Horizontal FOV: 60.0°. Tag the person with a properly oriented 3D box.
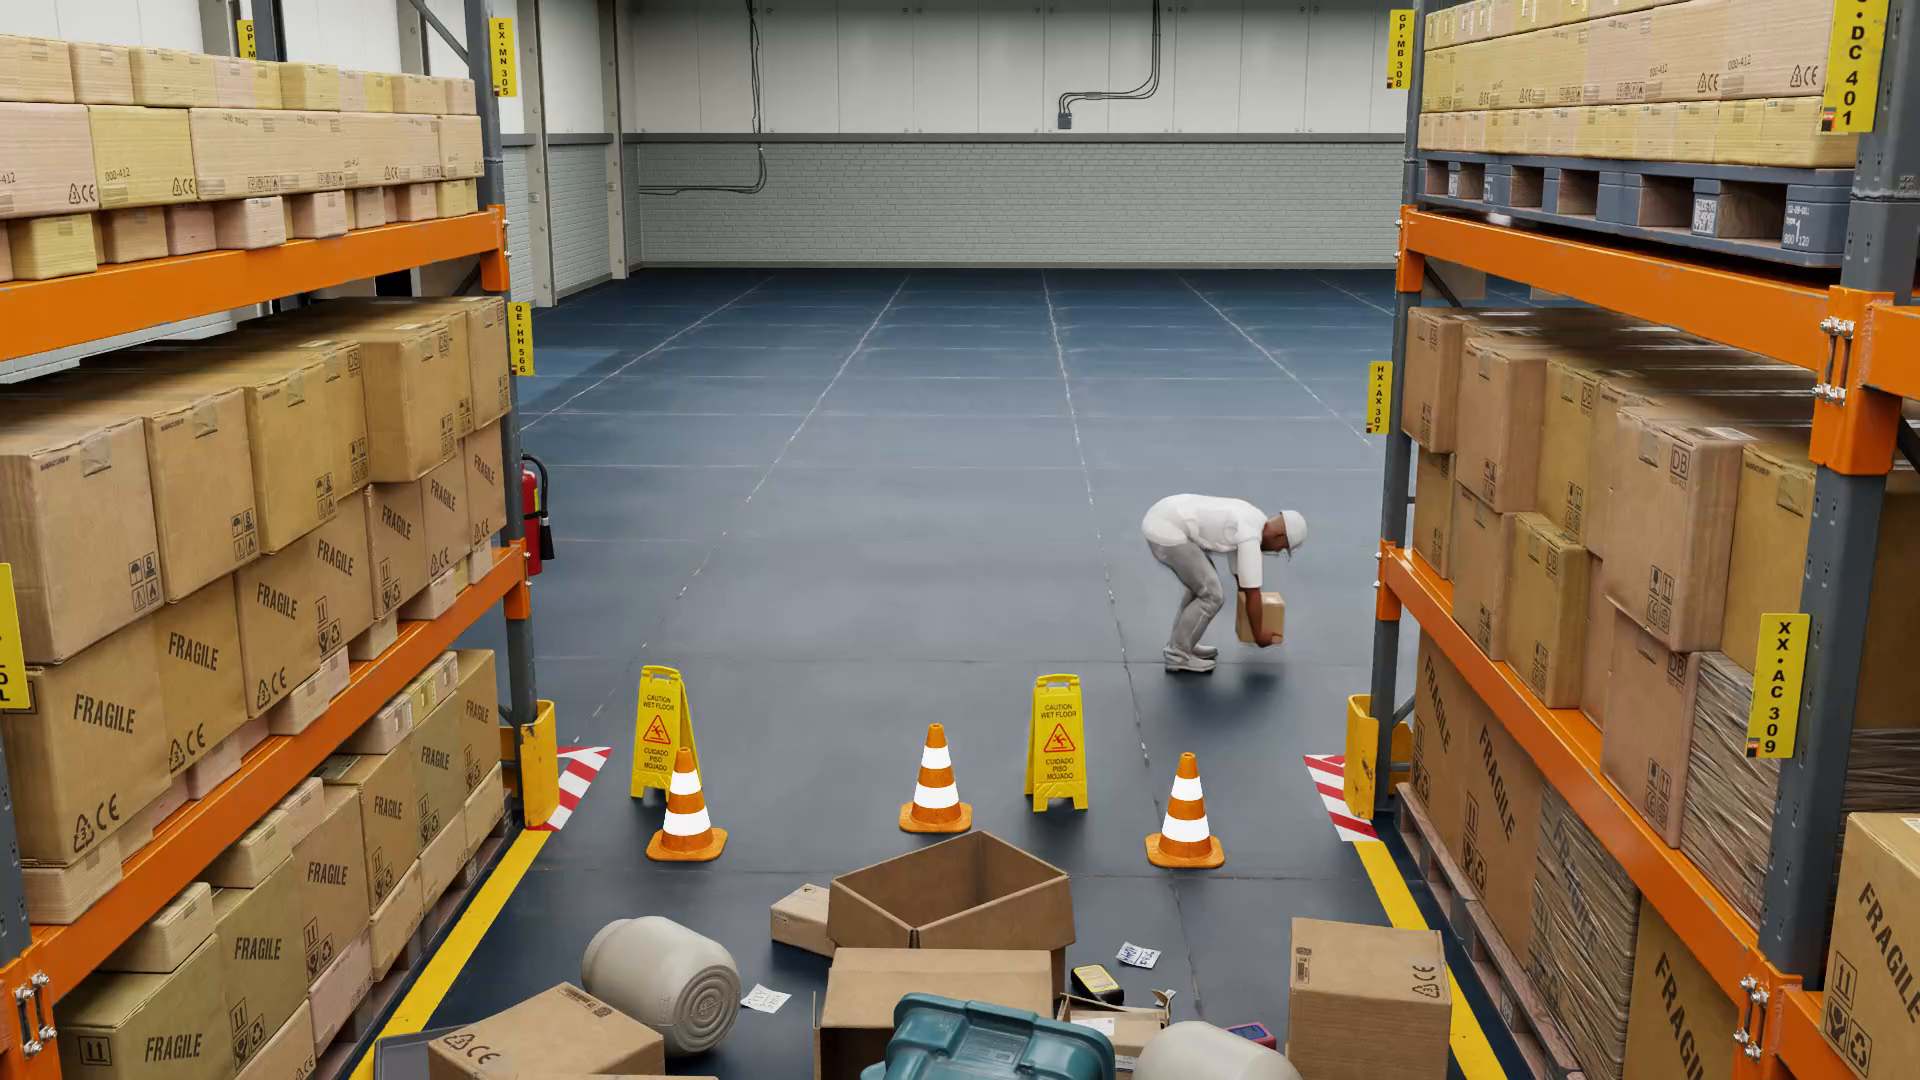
[{"bbox_3d":[1.577,0.238,9.986,0.980,1.043,0.494,0,14,-1],"label":"person"}]
